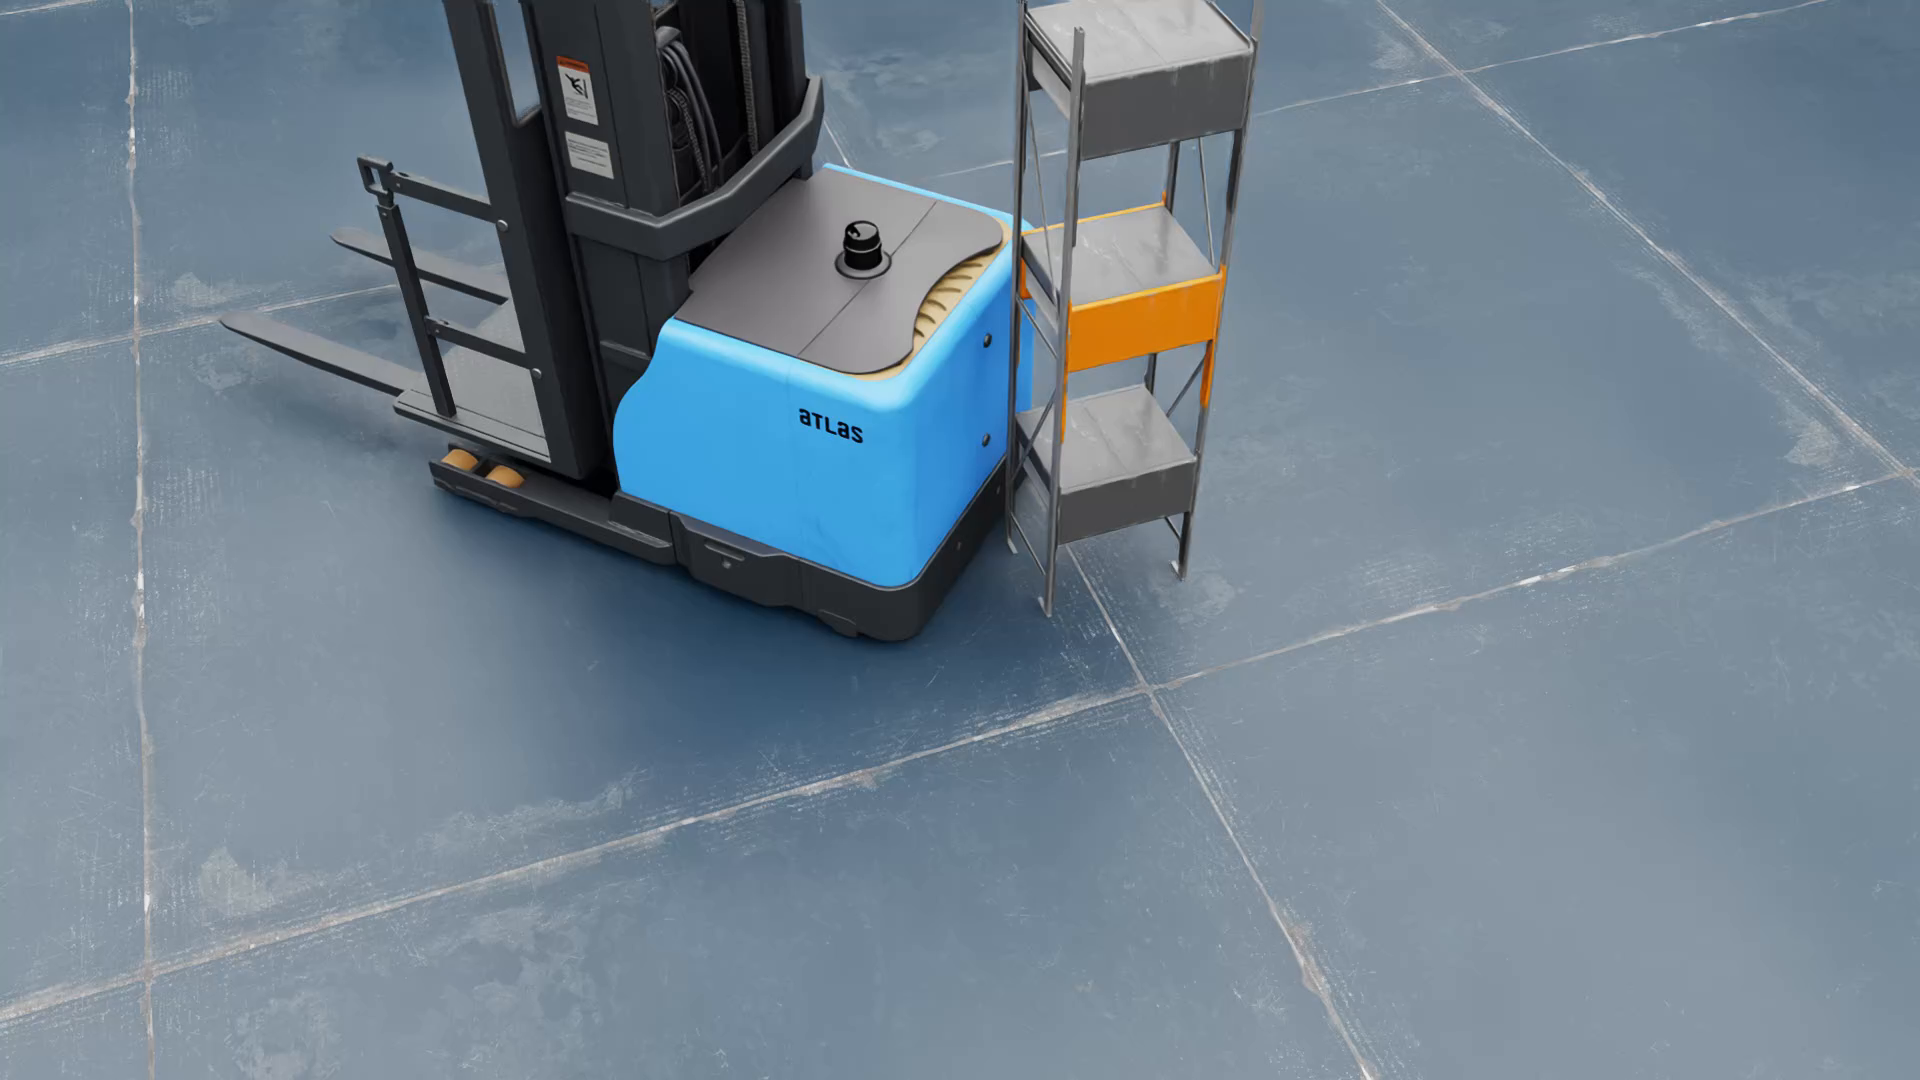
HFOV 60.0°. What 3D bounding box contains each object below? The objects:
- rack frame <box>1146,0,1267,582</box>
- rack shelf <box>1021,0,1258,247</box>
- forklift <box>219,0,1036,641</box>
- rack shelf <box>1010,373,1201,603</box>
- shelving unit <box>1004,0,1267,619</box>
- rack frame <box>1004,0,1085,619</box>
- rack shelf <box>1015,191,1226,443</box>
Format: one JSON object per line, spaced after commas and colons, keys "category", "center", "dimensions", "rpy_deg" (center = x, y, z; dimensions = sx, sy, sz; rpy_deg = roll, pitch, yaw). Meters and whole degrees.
{"category": "rack frame", "center": [0.687, -0.734, 4.999], "dimensions": [0.015, 2.100, 0.400], "rpy_deg": [-14, 47, -14]}
{"category": "rack shelf", "center": [0.457, -1.160, 4.454], "dimensions": [0.480, 0.518, 0.431], "rpy_deg": [-14, 47, -14]}
{"category": "forklift", "center": [-1.292, -1.443, 5.119], "dimensions": [3.031, 2.935, 1.130], "rpy_deg": [19, 48, 18]}
{"category": "rack shelf", "center": [0.457, -0.171, 5.446], "dimensions": [0.480, 0.518, 0.431], "rpy_deg": [-14, 47, -14]}
{"category": "shelving unit", "center": [0.457, -0.675, 4.940], "dimensions": [0.503, 2.100, 0.431], "rpy_deg": [-14, 47, -14]}
{"category": "rack frame", "center": [0.228, -0.616, 4.882], "dimensions": [0.015, 2.100, 0.400], "rpy_deg": [-14, 47, -14]}
{"category": "rack shelf", "center": [0.457, -0.665, 4.950], "dimensions": [0.480, 0.518, 0.431], "rpy_deg": [-14, 47, -14]}
